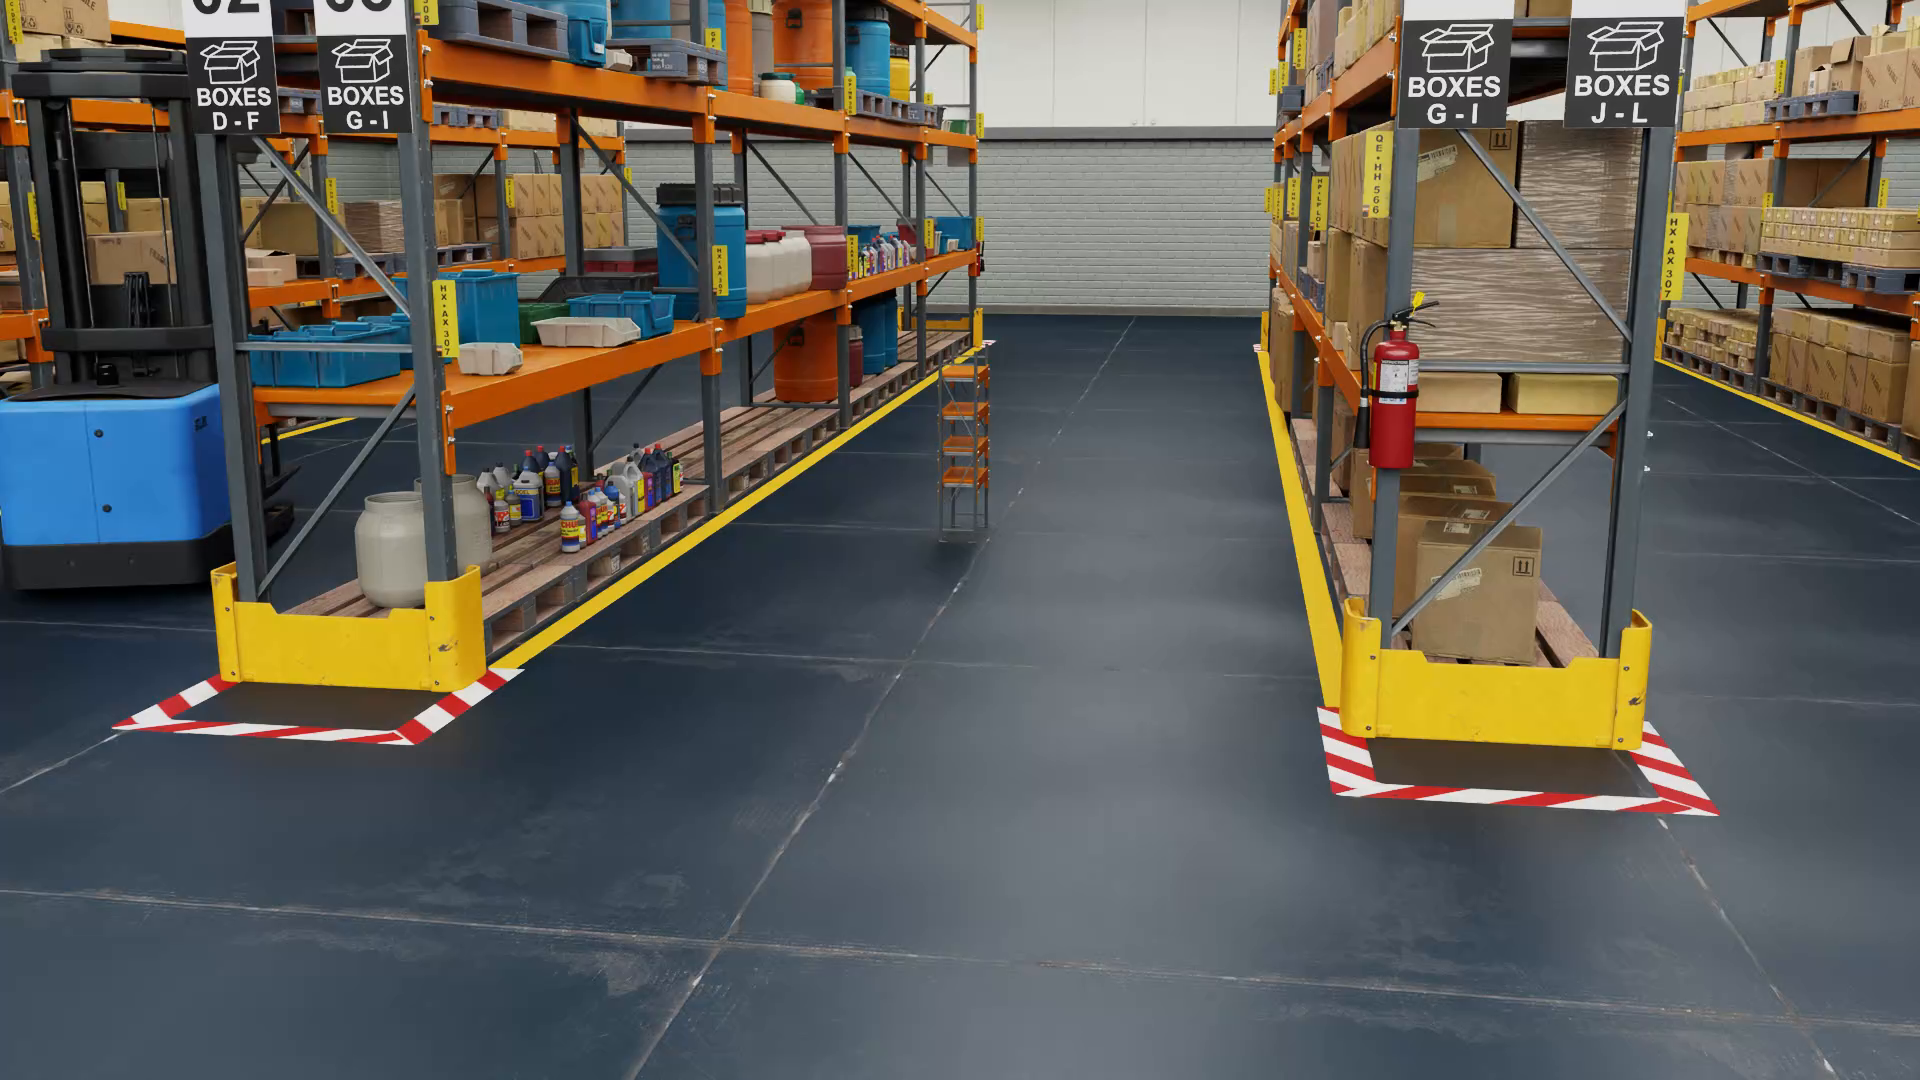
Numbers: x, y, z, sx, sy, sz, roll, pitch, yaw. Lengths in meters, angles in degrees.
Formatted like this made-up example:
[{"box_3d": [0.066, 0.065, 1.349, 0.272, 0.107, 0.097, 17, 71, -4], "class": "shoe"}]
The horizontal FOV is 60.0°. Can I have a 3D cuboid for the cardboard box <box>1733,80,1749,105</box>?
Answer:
[{"box_3d": [8.875, -4.942, 18.353, 0.500, 0.250, 0.500, 2, 12, 11], "class": "cardboard box"}]

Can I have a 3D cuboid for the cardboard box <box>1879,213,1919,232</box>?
[{"box_3d": [7.895, -2.641, 13.815, 0.380, 0.149, 0.250, 1, 12, 6], "class": "cardboard box"}]

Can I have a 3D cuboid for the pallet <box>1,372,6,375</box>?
[{"box_3d": [-10.725, -2.120, 19.832, 1.003, 0.211, 1.213, 2, 12, 9], "class": "pallet"}]

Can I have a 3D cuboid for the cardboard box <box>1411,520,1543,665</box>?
[{"box_3d": [2.270, 0.220, 7.289, 0.500, 0.500, 0.500, 4, 13, 19], "class": "cardboard box"}]

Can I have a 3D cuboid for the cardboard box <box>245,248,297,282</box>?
[{"box_3d": [-6.499, -2.536, 15.354, 0.500, 0.311, 0.500, 3, 12, 12], "class": "cardboard box"}]

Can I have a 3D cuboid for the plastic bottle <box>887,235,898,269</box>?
[{"box_3d": [-0.738, -3.061, 17.695, 0.144, 0.351, 0.185, 2, 12, 9], "class": "plastic bottle"}]

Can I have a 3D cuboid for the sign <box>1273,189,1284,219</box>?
[{"box_3d": [3.454, -3.645, 18.043, 0.100, 0.325, 0.005, 2, 12, 9], "class": "sign"}]

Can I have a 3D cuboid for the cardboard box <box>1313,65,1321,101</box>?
[{"box_3d": [2.915, -3.422, 12.487, 0.500, 0.250, 0.500, 2, 12, 10], "class": "cardboard box"}]

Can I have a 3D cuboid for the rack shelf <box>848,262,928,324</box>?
[{"box_3d": [-1.199, -2.558, 16.949, 1.077, 0.370, 4.000, 2, 12, 9], "class": "rack shelf"}]

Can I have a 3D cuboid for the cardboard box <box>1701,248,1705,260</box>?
[{"box_3d": [9.067, -3.414, 19.810, 0.380, 0.149, 0.250, 2, 12, 8], "class": "cardboard box"}]

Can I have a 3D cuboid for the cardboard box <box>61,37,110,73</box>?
[{"box_3d": [-6.829, -3.662, 12.606, 0.500, 0.250, 0.500, 1, 12, 3], "class": "cardboard box"}]

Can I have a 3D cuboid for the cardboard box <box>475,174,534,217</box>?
[{"box_3d": [-5.435, -4.114, 19.850, 0.500, 0.500, 0.500, 2, 12, 10], "class": "cardboard box"}]

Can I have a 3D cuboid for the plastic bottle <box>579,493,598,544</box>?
[{"box_3d": [-2.097, -0.129, 9.374, 0.061, 0.283, 0.133, 2, 12, 10], "class": "plastic bottle"}]

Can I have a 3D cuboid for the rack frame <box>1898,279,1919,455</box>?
[{"box_3d": [8.273, -2.151, 13.353, 1.000, 3.000, 0.127, 2, 12, 9], "class": "rack frame"}]

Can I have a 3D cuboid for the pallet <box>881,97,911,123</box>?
[{"box_3d": [-1.087, -4.297, 16.641, 1.003, 0.211, 1.213, 2, 12, 9], "class": "pallet"}]

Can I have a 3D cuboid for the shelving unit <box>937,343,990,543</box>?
[{"box_3d": [0.025, -0.621, 10.527, 0.258, 1.200, 0.503, 2, 12, 9], "class": "shelving unit"}]

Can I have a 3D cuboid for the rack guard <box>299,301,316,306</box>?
[{"box_3d": [-10.061, -3.262, 24.445, 1.175, 0.500, 0.348, 2, 12, 9], "class": "rack guard"}]

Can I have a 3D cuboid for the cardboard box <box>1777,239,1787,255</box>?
[{"box_3d": [8.294, -2.889, 16.378, 0.380, 0.149, 0.250, 2, 12, 9], "class": "cardboard box"}]

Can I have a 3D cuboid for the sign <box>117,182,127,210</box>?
[{"box_3d": [-10.143, -4.158, 20.109, 0.100, 0.325, 0.005, 2, 12, 9], "class": "sign"}]

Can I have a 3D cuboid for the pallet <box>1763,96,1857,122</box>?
[{"box_3d": [8.688, -4.233, 16.341, 1.213, 0.211, 1.003, 2, 12, 9], "class": "pallet"}]

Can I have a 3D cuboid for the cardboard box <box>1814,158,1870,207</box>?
[{"box_3d": [9.198, -3.753, 17.469, 0.500, 0.500, 0.500, 2, 12, 10], "class": "cardboard box"}]

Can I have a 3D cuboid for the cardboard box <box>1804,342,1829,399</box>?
[{"box_3d": [8.366, -1.602, 15.743, 0.500, 0.500, 0.500, 2, 12, 10], "class": "cardboard box"}]

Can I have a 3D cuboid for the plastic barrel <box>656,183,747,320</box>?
[{"box_3d": [-1.763, -1.976, 11.352, 0.600, 0.901, 0.708, 2, 12, 9], "class": "plastic barrel"}]

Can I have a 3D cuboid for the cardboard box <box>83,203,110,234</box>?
[{"box_3d": [-10.502, -3.746, 19.767, 0.500, 0.500, 0.500, 2, 12, 8], "class": "cardboard box"}]

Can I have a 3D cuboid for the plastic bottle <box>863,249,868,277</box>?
[{"box_3d": [-0.948, -2.705, 16.231, 0.097, 0.271, 0.097, 0, 12, 0], "class": "plastic bottle"}]

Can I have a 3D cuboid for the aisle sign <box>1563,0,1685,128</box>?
[{"box_3d": [2.444, -1.915, 6.090, 0.394, 0.787, 0.004, 2, 12, 9], "class": "aisle sign"}]

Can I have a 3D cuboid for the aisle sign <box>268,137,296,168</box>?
[{"box_3d": [-9.758, -5.755, 23.909, 0.394, 0.787, 0.004, 2, 12, 9], "class": "aisle sign"}]

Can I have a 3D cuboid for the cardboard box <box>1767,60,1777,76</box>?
[{"box_3d": [8.697, -4.945, 17.423, 0.380, 0.149, 0.250, 2, 12, 10], "class": "cardboard box"}]

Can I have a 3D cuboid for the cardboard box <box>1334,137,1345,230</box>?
[{"box_3d": [2.377, -1.993, 9.306, 0.500, 0.500, 0.500, 2, 12, 9], "class": "cardboard box"}]

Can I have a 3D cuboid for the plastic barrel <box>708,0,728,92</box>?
[{"box_3d": [-2.057, -3.757, 12.496, 0.600, 0.901, 0.708, 2, 12, 9], "class": "plastic barrel"}]

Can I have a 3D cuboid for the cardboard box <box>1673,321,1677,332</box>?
[{"box_3d": [9.169, -2.672, 20.838, 0.380, 0.149, 0.250, 2, 12, 11], "class": "cardboard box"}]

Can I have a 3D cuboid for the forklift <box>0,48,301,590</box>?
[{"box_3d": [-4.845, -1.425, 10.147, 1.130, 2.935, 3.031, -2, 12, -8], "class": "forklift"}]

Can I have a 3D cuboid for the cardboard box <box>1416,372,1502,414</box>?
[{"box_3d": [1.997, -0.610, 6.802, 0.380, 0.149, 0.250, 2, 12, 9], "class": "cardboard box"}]

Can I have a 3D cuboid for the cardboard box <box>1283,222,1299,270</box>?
[{"box_3d": [3.609, -3.022, 17.157, 0.500, 0.500, 0.500, 2, 12, 9], "class": "cardboard box"}]

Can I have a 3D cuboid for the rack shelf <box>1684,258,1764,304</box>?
[{"box_3d": [9.196, -3.048, 19.225, 1.077, 0.370, 4.000, 2, 12, 9], "class": "rack shelf"}]

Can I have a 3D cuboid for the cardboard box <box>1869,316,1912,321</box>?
[{"box_3d": [8.864, -1.953, 15.593, 0.500, 0.250, 0.500, 1, 12, 6], "class": "cardboard box"}]

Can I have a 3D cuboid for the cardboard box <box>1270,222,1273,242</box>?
[{"box_3d": [4.277, -3.979, 21.486, 0.500, 0.250, 0.500, 2, 12, 7], "class": "cardboard box"}]

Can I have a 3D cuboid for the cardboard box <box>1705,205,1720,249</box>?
[{"box_3d": [8.944, -3.606, 19.162, 0.500, 0.500, 0.500, 2, 12, 7], "class": "cardboard box"}]

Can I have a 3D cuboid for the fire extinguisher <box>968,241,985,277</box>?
[{"box_3d": [0.196, -3.955, 22.794, 0.296, 0.674, 0.183, 2, 12, 9], "class": "fire extinguisher"}]

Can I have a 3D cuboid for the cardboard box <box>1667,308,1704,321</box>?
[{"box_3d": [9.087, -2.821, 20.819, 0.380, 0.149, 0.250, 1, 12, 6], "class": "cardboard box"}]

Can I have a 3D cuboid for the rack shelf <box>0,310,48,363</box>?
[{"box_3d": [-7.323, -1.054, 9.970, 1.077, 0.370, 4.000, 2, 12, 9], "class": "rack shelf"}]

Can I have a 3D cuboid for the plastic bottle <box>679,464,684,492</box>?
[{"box_3d": [-1.869, -0.422, 10.929, 0.097, 0.201, 0.097, 0, 12, 0], "class": "plastic bottle"}]

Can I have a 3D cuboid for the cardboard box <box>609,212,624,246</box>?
[{"box_3d": [-4.970, -4.266, 22.933, 0.500, 0.500, 0.500, 2, 12, 10], "class": "cardboard box"}]

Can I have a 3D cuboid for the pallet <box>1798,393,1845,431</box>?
[{"box_3d": [8.585, -1.204, 15.577, 1.003, 0.211, 1.213, 2, 12, 9], "class": "pallet"}]

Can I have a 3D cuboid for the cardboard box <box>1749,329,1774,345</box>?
[{"box_3d": [8.686, -2.168, 17.793, 0.380, 0.149, 0.250, 2, 12, 10], "class": "cardboard box"}]

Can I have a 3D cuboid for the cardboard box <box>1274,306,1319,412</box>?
[{"box_3d": [3.514, -1.642, 15.040, 1.225, 0.875, 0.875, 1, 12, 6], "class": "cardboard box"}]

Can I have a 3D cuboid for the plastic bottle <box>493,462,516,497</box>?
[{"box_3d": [-2.750, -0.298, 10.000, 0.144, 0.351, 0.185, 2, 12, 8], "class": "plastic bottle"}]

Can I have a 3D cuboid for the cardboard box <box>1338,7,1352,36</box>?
[{"box_3d": [2.418, -3.030, 9.723, 0.380, 0.149, 0.250, 2, 12, 7], "class": "cardboard box"}]

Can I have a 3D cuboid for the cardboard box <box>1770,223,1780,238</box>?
[{"box_3d": [8.335, -3.090, 16.606, 0.380, 0.149, 0.250, 2, 12, 8], "class": "cardboard box"}]

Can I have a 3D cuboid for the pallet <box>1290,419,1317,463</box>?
[{"box_3d": [3.266, -0.807, 13.736, 1.003, 0.211, 1.213, 2, 12, 9], "class": "pallet"}]

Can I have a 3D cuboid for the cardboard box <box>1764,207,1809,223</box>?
[{"box_3d": [8.373, -3.290, 16.825, 0.380, 0.149, 0.250, 3, 12, 12], "class": "cardboard box"}]

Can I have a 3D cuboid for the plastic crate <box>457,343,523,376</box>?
[{"box_3d": [-2.281, -0.875, 8.058, 0.298, 0.136, 0.250, 2, 12, 9], "class": "plastic crate"}]

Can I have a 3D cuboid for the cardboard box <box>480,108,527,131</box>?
[{"box_3d": [-5.466, -4.973, 19.686, 0.500, 0.250, 0.500, 2, 12, 9], "class": "cardboard box"}]

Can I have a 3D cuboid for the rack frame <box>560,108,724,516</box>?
[{"box_3d": [-2.122, -1.660, 11.078, 1.000, 3.000, 0.127, 2, 12, 9], "class": "rack frame"}]

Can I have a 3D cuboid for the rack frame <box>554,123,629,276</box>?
[{"box_3d": [-5.170, -4.320, 23.417, 1.000, 3.000, 0.127, 2, 12, 9], "class": "rack frame"}]
